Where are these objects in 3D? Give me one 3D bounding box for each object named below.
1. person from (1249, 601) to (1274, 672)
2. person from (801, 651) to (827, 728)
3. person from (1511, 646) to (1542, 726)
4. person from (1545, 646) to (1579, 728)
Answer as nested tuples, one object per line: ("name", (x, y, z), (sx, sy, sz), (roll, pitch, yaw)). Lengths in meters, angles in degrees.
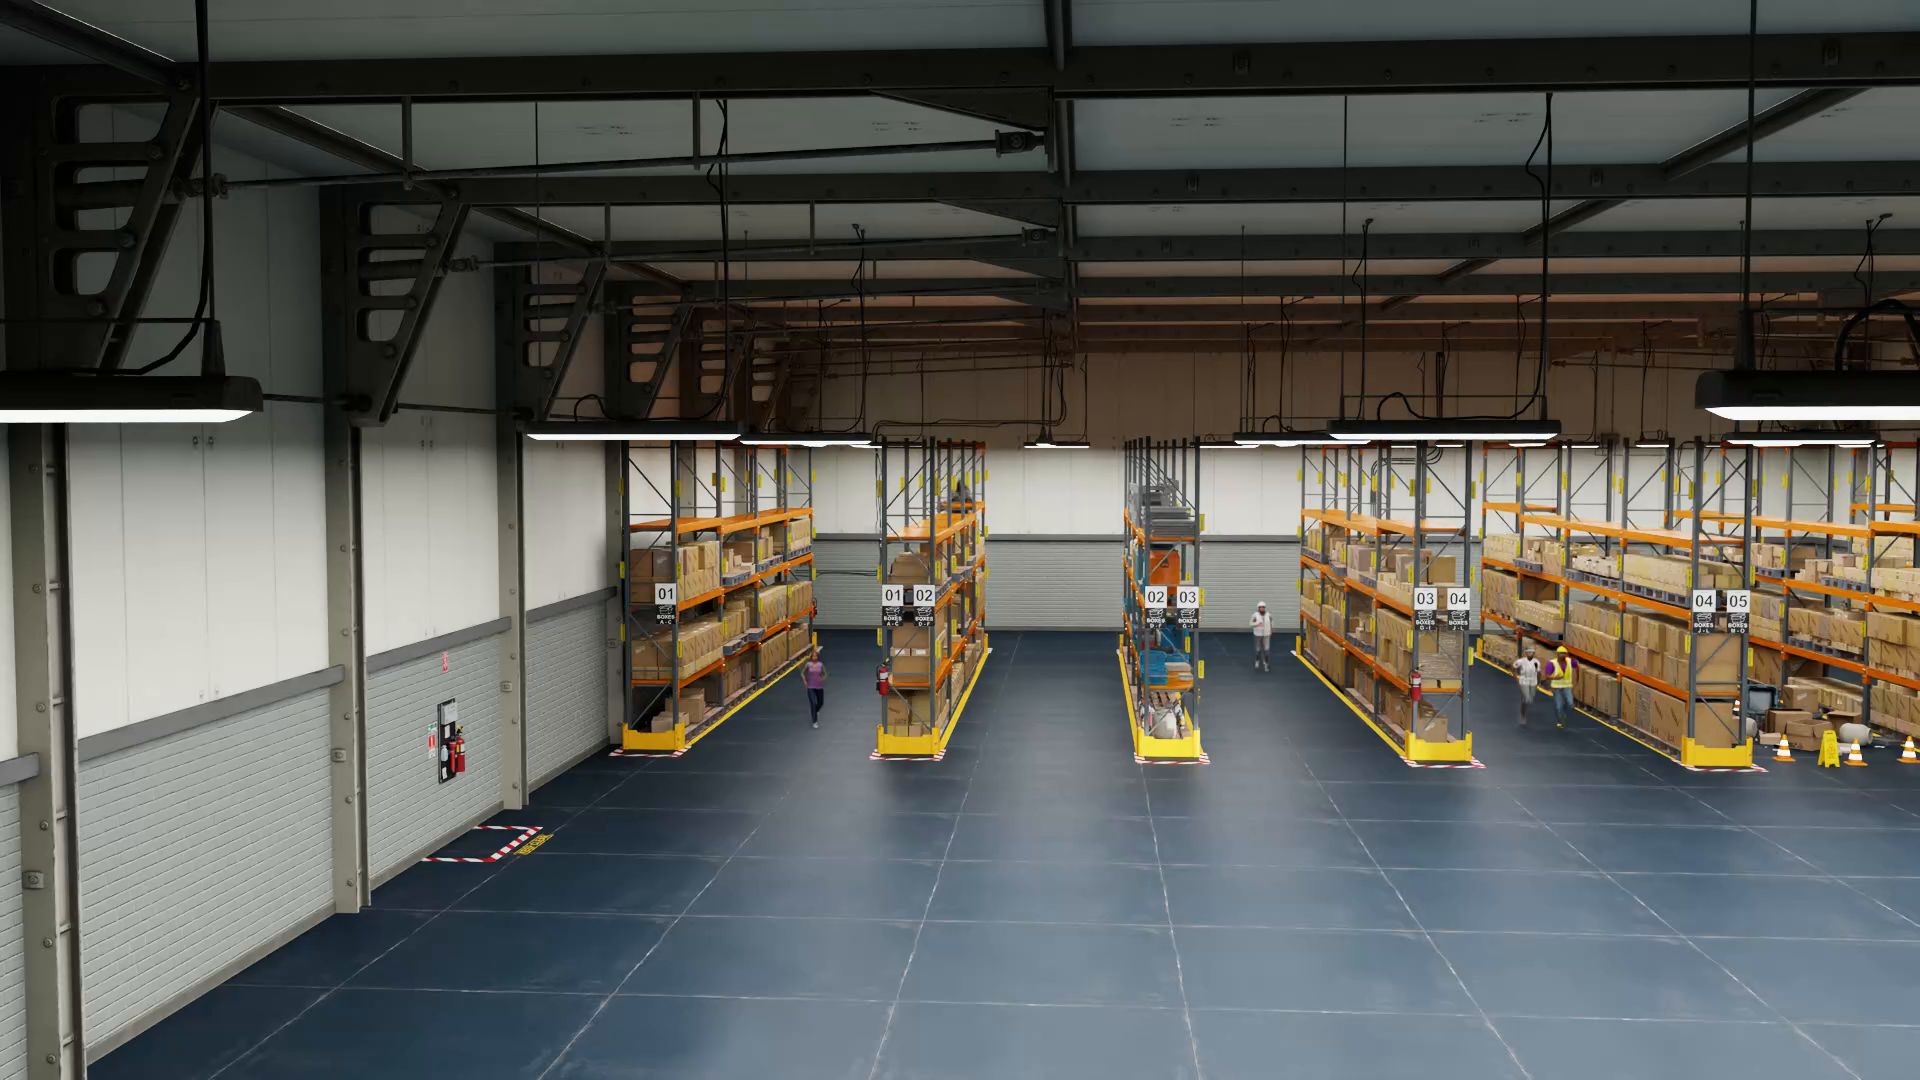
("person", (7.863, 2.517, 43.354), (0.672, 1.839, 0.786), (0, 3, 3))
("person", (-3.032, 3.086, 34.612), (0.547, 1.563, 0.755), (-1, 3, -12))
("person", (11.836, 3.031, 34.652), (0.565, 1.682, 0.712), (0, 3, -5))
("person", (12.351, 3.024, 34.048), (0.744, 1.708, 0.740), (0, 3, 6))
